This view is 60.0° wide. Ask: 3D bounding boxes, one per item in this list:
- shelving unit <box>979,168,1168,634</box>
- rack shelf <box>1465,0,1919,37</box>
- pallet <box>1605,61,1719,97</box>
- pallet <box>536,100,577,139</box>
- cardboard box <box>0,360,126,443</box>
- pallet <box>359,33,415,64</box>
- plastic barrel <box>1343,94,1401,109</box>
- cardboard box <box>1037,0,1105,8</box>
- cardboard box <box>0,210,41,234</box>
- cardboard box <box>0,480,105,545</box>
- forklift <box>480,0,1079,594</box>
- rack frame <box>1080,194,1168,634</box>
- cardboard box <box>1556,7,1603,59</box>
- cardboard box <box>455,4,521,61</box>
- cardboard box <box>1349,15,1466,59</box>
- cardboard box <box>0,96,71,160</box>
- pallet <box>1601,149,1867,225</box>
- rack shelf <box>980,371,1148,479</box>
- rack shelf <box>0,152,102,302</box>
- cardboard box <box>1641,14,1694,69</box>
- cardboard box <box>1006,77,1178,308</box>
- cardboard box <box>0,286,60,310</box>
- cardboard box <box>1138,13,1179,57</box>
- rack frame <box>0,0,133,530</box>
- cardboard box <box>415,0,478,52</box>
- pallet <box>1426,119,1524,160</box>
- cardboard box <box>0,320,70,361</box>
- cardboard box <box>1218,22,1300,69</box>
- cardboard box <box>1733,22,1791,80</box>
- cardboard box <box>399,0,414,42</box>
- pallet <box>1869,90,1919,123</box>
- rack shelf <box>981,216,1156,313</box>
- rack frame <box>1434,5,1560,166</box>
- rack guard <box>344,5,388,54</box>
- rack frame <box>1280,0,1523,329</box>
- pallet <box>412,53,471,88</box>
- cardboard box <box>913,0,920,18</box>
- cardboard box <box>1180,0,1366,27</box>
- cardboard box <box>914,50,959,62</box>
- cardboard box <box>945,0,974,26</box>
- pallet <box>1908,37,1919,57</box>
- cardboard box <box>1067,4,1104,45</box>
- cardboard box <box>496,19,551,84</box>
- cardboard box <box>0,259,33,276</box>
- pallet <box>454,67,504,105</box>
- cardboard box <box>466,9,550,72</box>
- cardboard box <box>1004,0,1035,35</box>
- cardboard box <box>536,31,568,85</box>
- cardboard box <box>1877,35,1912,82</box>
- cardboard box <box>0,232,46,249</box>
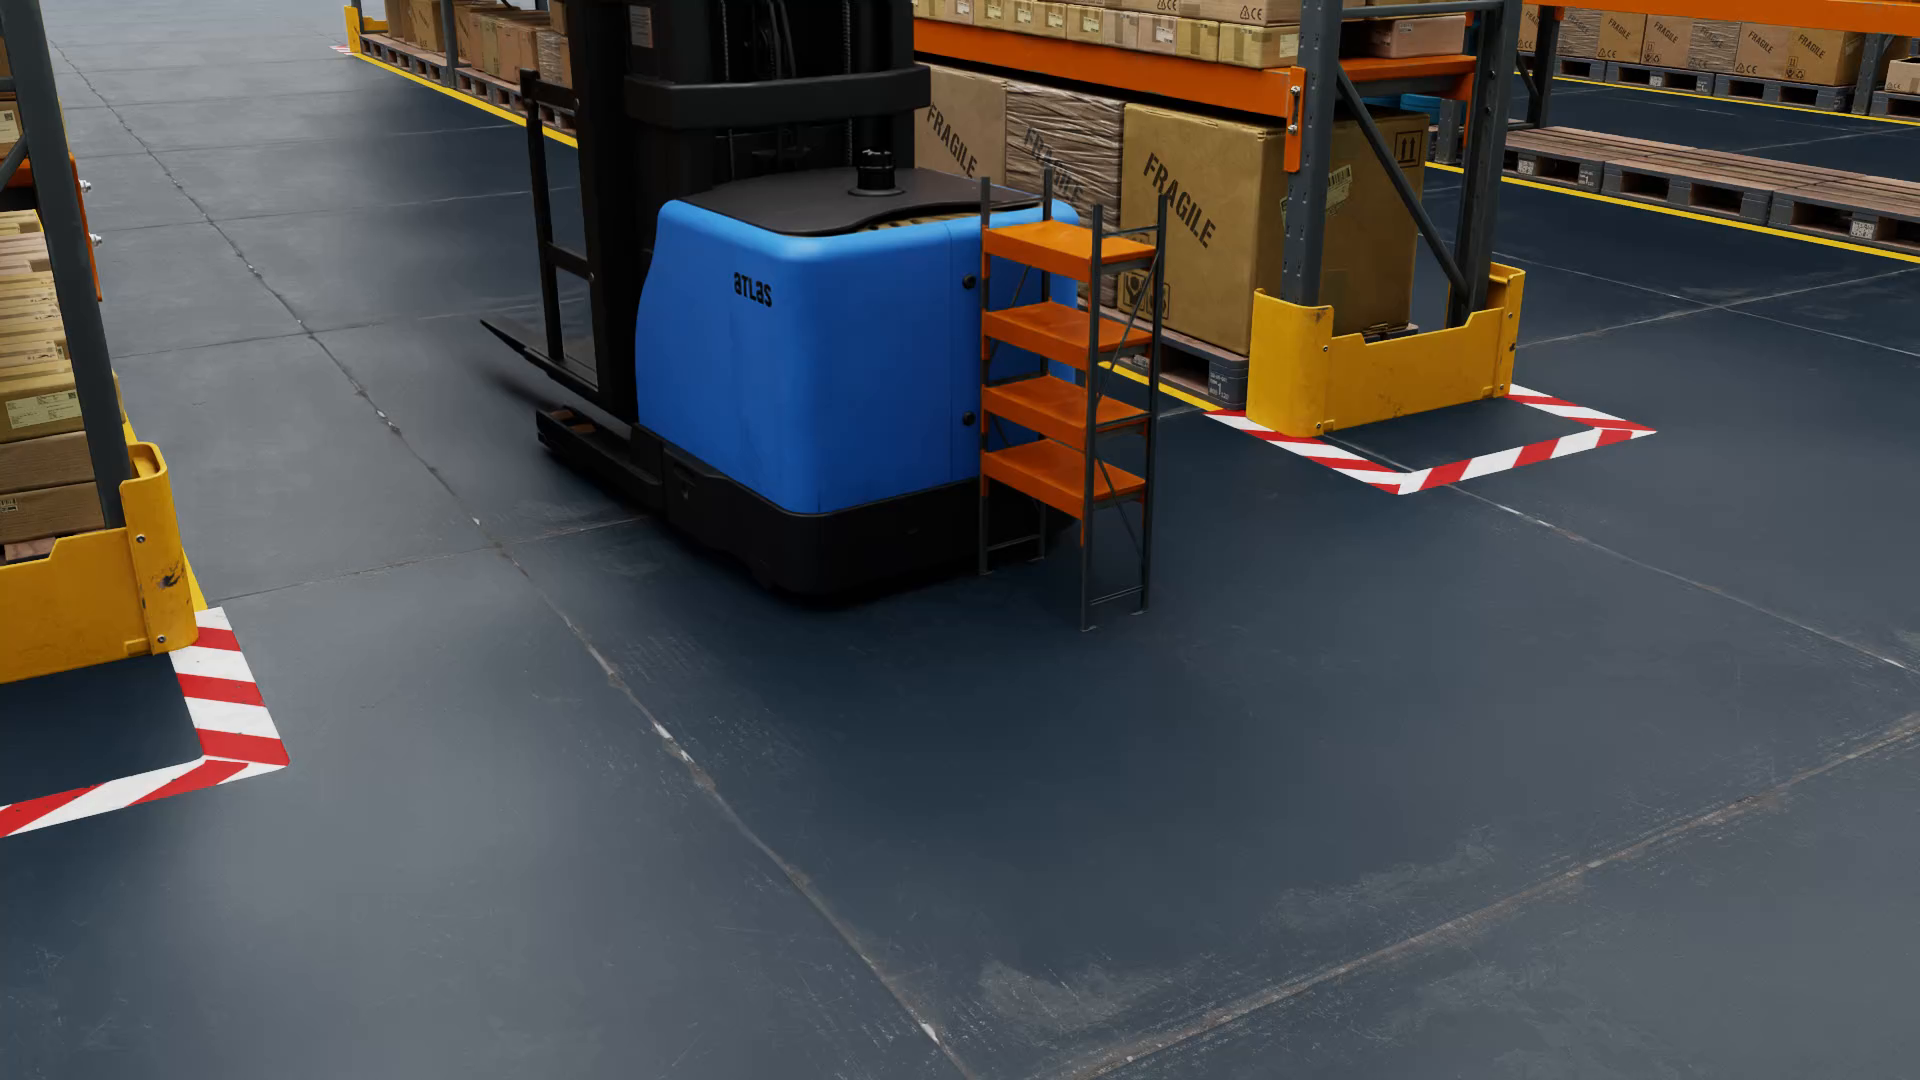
[{"bbox_3d":[0.300,-0.396,4.693,0.258,1.200,0.503,-15,26,-32],"label":"shelving unit"},{"bbox_3d":[4.905,-3.206,10.171,1.077,0.370,4.000,-13,25,-28],"label":"rack shelf"},{"bbox_3d":[7.068,-4.498,16.097,1.003,0.211,1.213,-13,25,-28],"label":"pallet"},{"bbox_3d":[-2.816,-3.490,13.618,1.003,0.211,1.213,-13,25,-28],"label":"pallet"},{"bbox_3d":[-2.623,-0.402,4.756,0.380,0.149,0.250,-14,26,-31],"label":"cardboard box"},{"bbox_3d":[-6.081,-5.532,18.642,1.003,0.211,1.213,-13,25,-28],"label":"pallet"},{"bbox_3d":[3.258,-3.818,12.949,0.600,0.901,0.708,-13,25,-28],"label":"plastic barrel"},{"bbox_3d":[0.674,-2.442,7.141,0.500,0.250,0.500,-14,26,-30],"label":"cardboard box"},{"bbox_3d":[-3.987,-1.243,6.823,0.380,0.149,0.250,-13,25,-29],"label":"cardboard box"},{"bbox_3d":[-2.640,-0.123,4.858,0.380,0.149,0.250,-12,25,-27],"label":"cardboard box"},{"bbox_3d":[-0.888,-1.700,5.602,1.130,2.935,3.031,-15,26,-32],"label":"forklift"},{"bbox_3d":[0.441,-0.321,4.508,0.240,1.200,0.015,-15,26,-32],"label":"rack frame"},{"bbox_3d":[6.359,-5.108,16.631,0.500,0.500,0.500,-14,26,-30],"label":"cardboard box"},{"bbox_3d":[-4.632,-4.997,16.385,0.500,0.500,0.500,-13,26,-30],"label":"cardboard box"},{"bbox_3d":[1.771,-2.001,6.585,0.380,0.149,0.250,-12,25,-28],"label":"cardboard box"},{"bbox_3d":[-2.531,-1.069,4.292,0.380,0.149,0.250,-13,25,-29],"label":"cardboard box"},{"bbox_3d":[4.919,-2.269,10.613,1.003,0.211,1.213,-13,25,-28],"label":"pallet"},{"bbox_3d":[0.300,-0.334,4.719,0.258,0.148,0.480,-15,26,-32],"label":"rack shelf"},{"bbox_3d":[-3.669,-1.332,5.560,1.077,0.370,4.000,-13,25,-28],"label":"rack shelf"},{"bbox_3d":[6.882,-4.777,15.816,0.500,0.500,0.500,-14,26,-30],"label":"cardboard box"},{"bbox_3d":[0.808,-1.636,7.616,0.875,0.875,0.875,-13,25,-28],"label":"cardboard box"},{"bbox_3d":[-3.217,-0.730,5.563,0.380,0.149,0.250,-12,25,-26],"label":"cardboard box"},{"bbox_3d":[0.941,-2.040,6.681,0.380,0.149,0.250,-13,25,-28],"label":"cardboard box"},{"bbox_3d":[-2.647,-1.018,3.832,1.000,3.000,0.127,-13,25,-28],"label":"rack frame"},{"bbox_3d":[-5.315,-5.367,17.294,0.500,0.500,0.500,-15,27,-33],"label":"cardboard box"},{"bbox_3d":[3.525,-3.153,12.787,1.003,0.211,1.213,-13,25,-28],"label":"pallet"},{"bbox_3d":[-2.886,-0.574,5.180,0.380,0.149,0.250,-13,25,-28],"label":"cardboard box"},{"bbox_3d":[1.203,-1.875,6.274,0.380,0.149,0.250,-12,25,-27],"label":"cardboard box"},{"bbox_3d":[7.399,-4.450,15.012,0.500,0.500,0.500,-13,25,-28],"label":"cardboard box"},{"bbox_3d":[-5.865,-5.763,18.268,0.500,0.500,0.500,-6,23,-14],"label":"cardboard box"},{"bbox_3d":[8.493,-3.624,13.947,1.003,0.211,1.213,-13,25,-28],"label":"pallet"},{"bbox_3d":[0.300,-0.760,4.545,0.258,0.148,0.480,-15,26,-32],"label":"rack shelf"},{"bbox_3d":[3.883,-4.187,11.628,1.000,3.000,0.127,-13,25,-28],"label":"rack frame"},{"bbox_3d":[-6.466,-5.936,19.251,1.175,0.500,0.348,-13,25,-28],"label":"rack guard"},{"bbox_3d":[1.668,-1.939,6.099,1.000,3.000,0.127,-13,25,-28],"label":"rack frame"},{"bbox_3d":[-4.835,-4.742,16.699,1.003,0.211,1.213,-13,25,-28],"label":"pallet"},{"bbox_3d":[-0.105,-2.703,8.311,0.380,0.149,0.250,-13,26,-30],"label":"cardboard box"},{"bbox_3d":[1.192,-2.113,6.331,0.500,0.250,0.500,-13,26,-29],"label":"cardboard box"},{"bbox_3d":[-0.107,-2.215,9.042,0.875,0.875,0.875,-13,25,-28],"label":"cardboard box"},{"bbox_3d":[0.153,-2.538,7.906,0.380,0.149,0.250,-12,25,-28],"label":"cardboard box"},{"bbox_3d":[11.314,-5.431,18.393,1.003,0.211,1.213,-13,25,-28],"label":"pallet"},{"bbox_3d":[0.680,-2.205,7.086,0.380,0.149,0.250,-13,26,-29],"label":"cardboard box"},{"bbox_3d":[-3.653,-4.327,14.710,0.700,0.500,0.500,-15,27,-33],"label":"cardboard box"},{"bbox_3d":[-3.523,-0.887,5.949,0.380,0.149,0.250,-13,25,-28],"label":"cardboard box"},{"bbox_3d":[-4.063,-4.280,15.561,1.003,0.211,1.213,-13,25,-28],"label":"pallet"},{"bbox_3d":[-4.166,-4.667,15.544,0.700,0.500,0.500,-15,26,-32],"label":"cardboard box"},{"bbox_3d":[0.423,-2.370,7.491,0.380,0.149,0.250,-12,25,-27],"label":"cardboard box"},{"bbox_3d":[-3.072,-3.965,13.818,0.700,0.500,0.500,-15,27,-33],"label":"cardboard box"},{"bbox_3d":[8.106,-4.387,14.857,0.500,0.500,0.500,-14,26,-31],"label":"cardboard box"},{"bbox_3d":[-3.704,-1.074,6.408,0.380,0.149,0.250,-14,26,-31],"label":"cardboard box"}]
